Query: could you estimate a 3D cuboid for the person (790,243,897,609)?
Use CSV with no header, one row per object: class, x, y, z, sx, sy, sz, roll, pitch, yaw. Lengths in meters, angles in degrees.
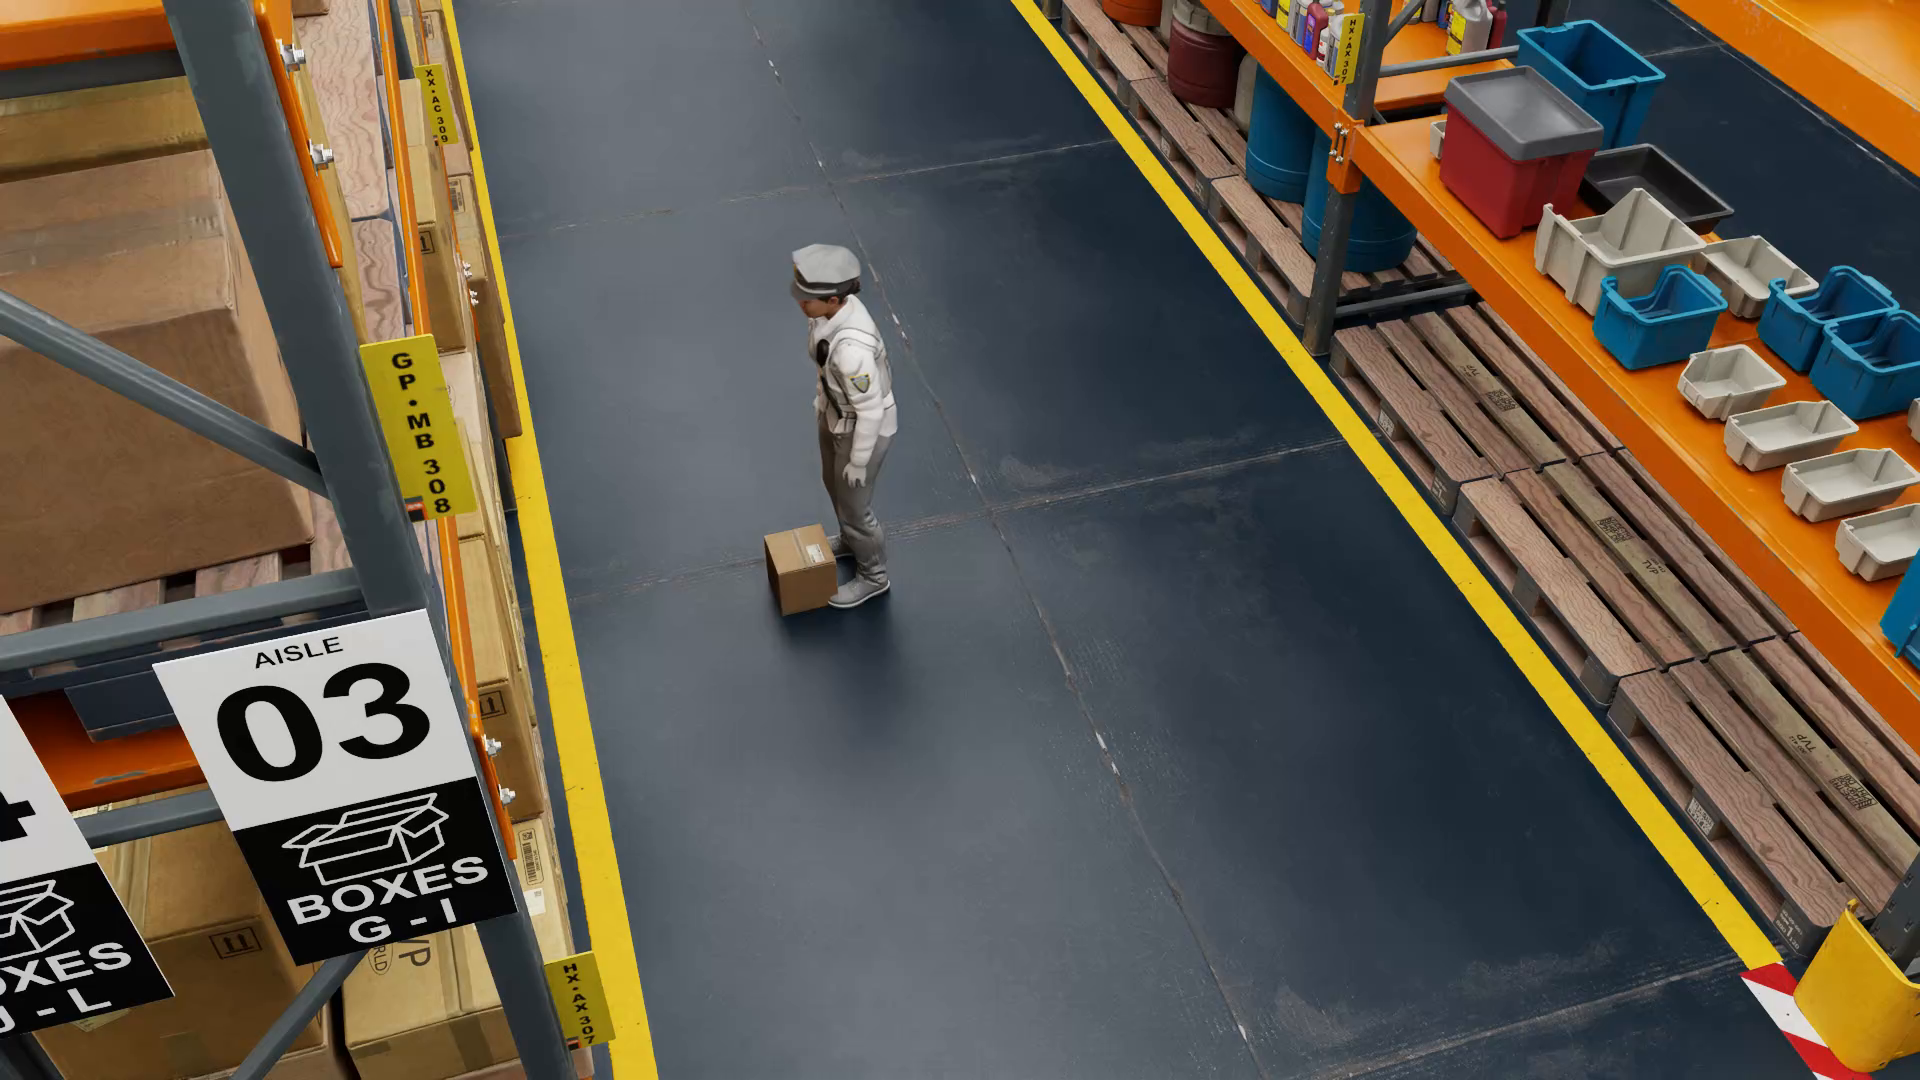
person,-0.450,-0.444,6.643,0.377,1.663,0.539,-13,44,-14
